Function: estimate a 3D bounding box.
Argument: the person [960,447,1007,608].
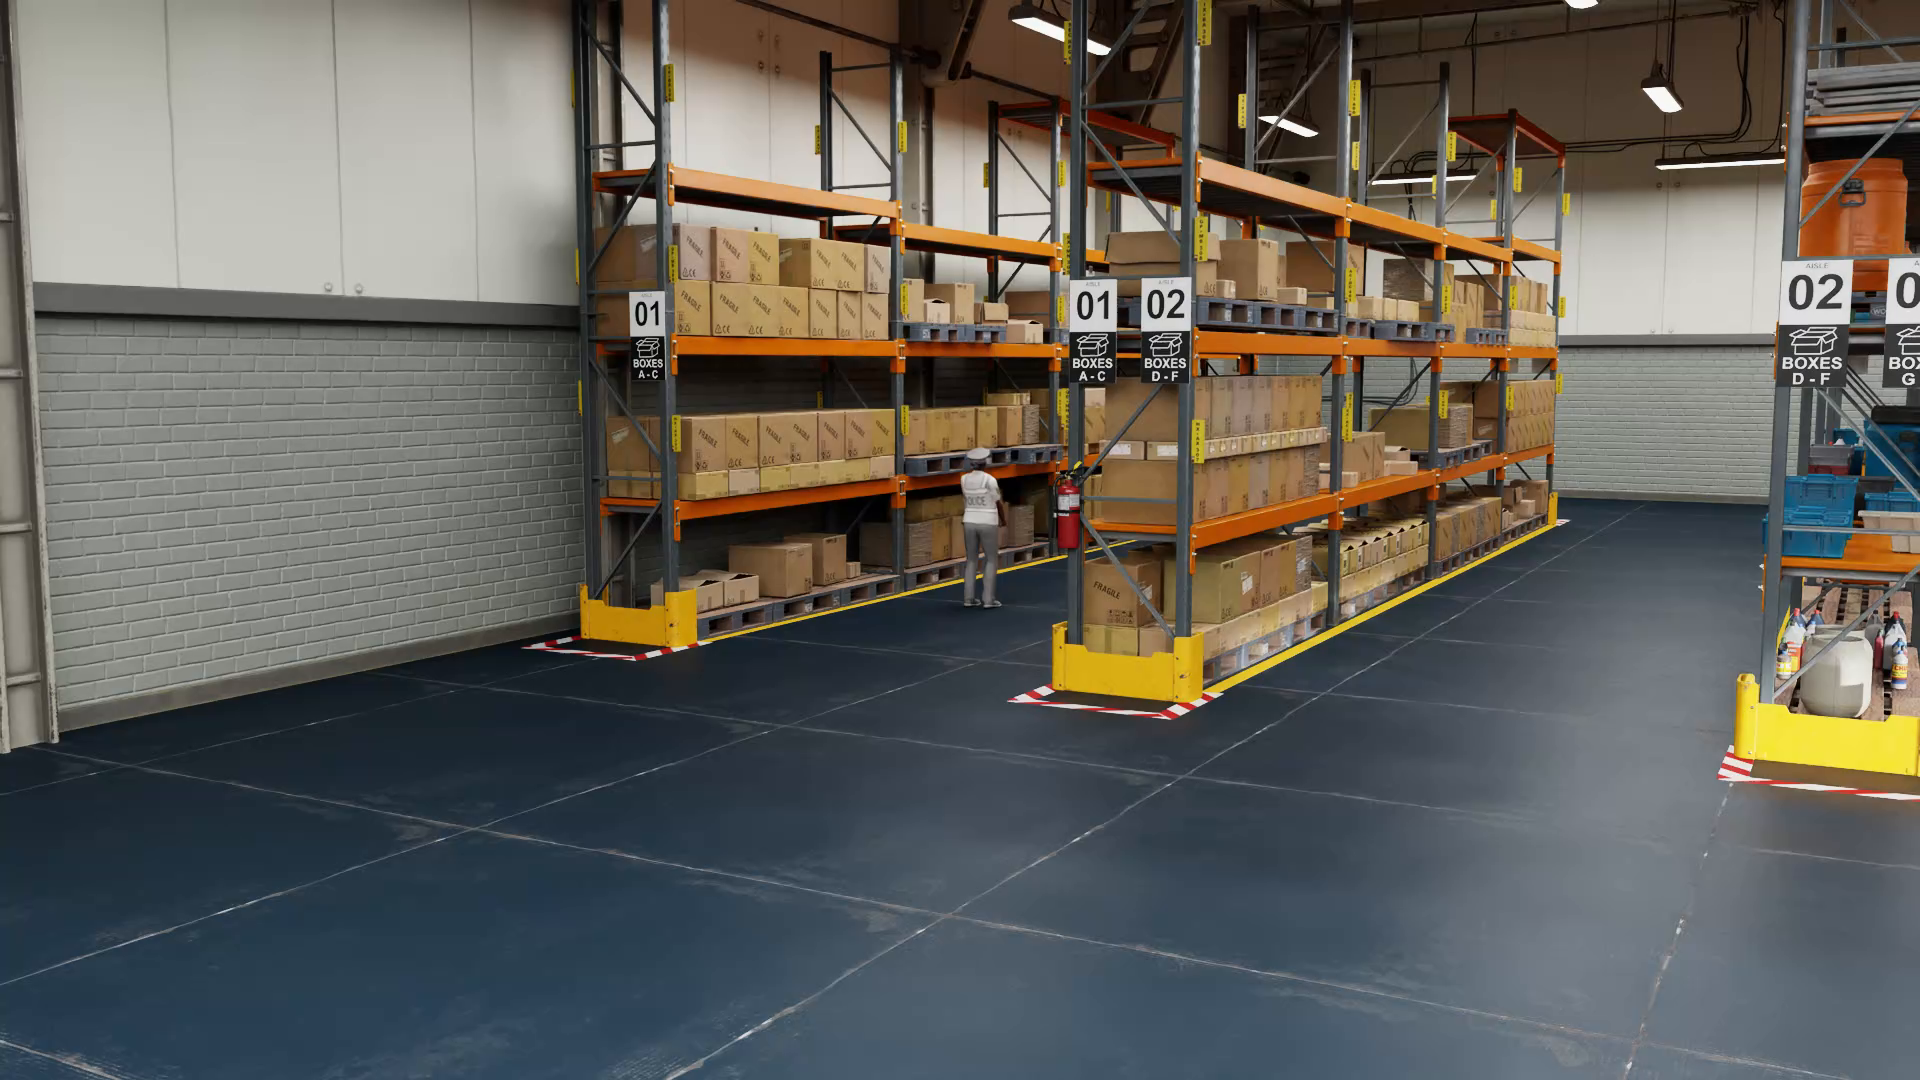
[{"bbox_3d":[0.256,-0.137,17.565,0.441,1.692,0.514,3,7,28],"label":"person"}]
